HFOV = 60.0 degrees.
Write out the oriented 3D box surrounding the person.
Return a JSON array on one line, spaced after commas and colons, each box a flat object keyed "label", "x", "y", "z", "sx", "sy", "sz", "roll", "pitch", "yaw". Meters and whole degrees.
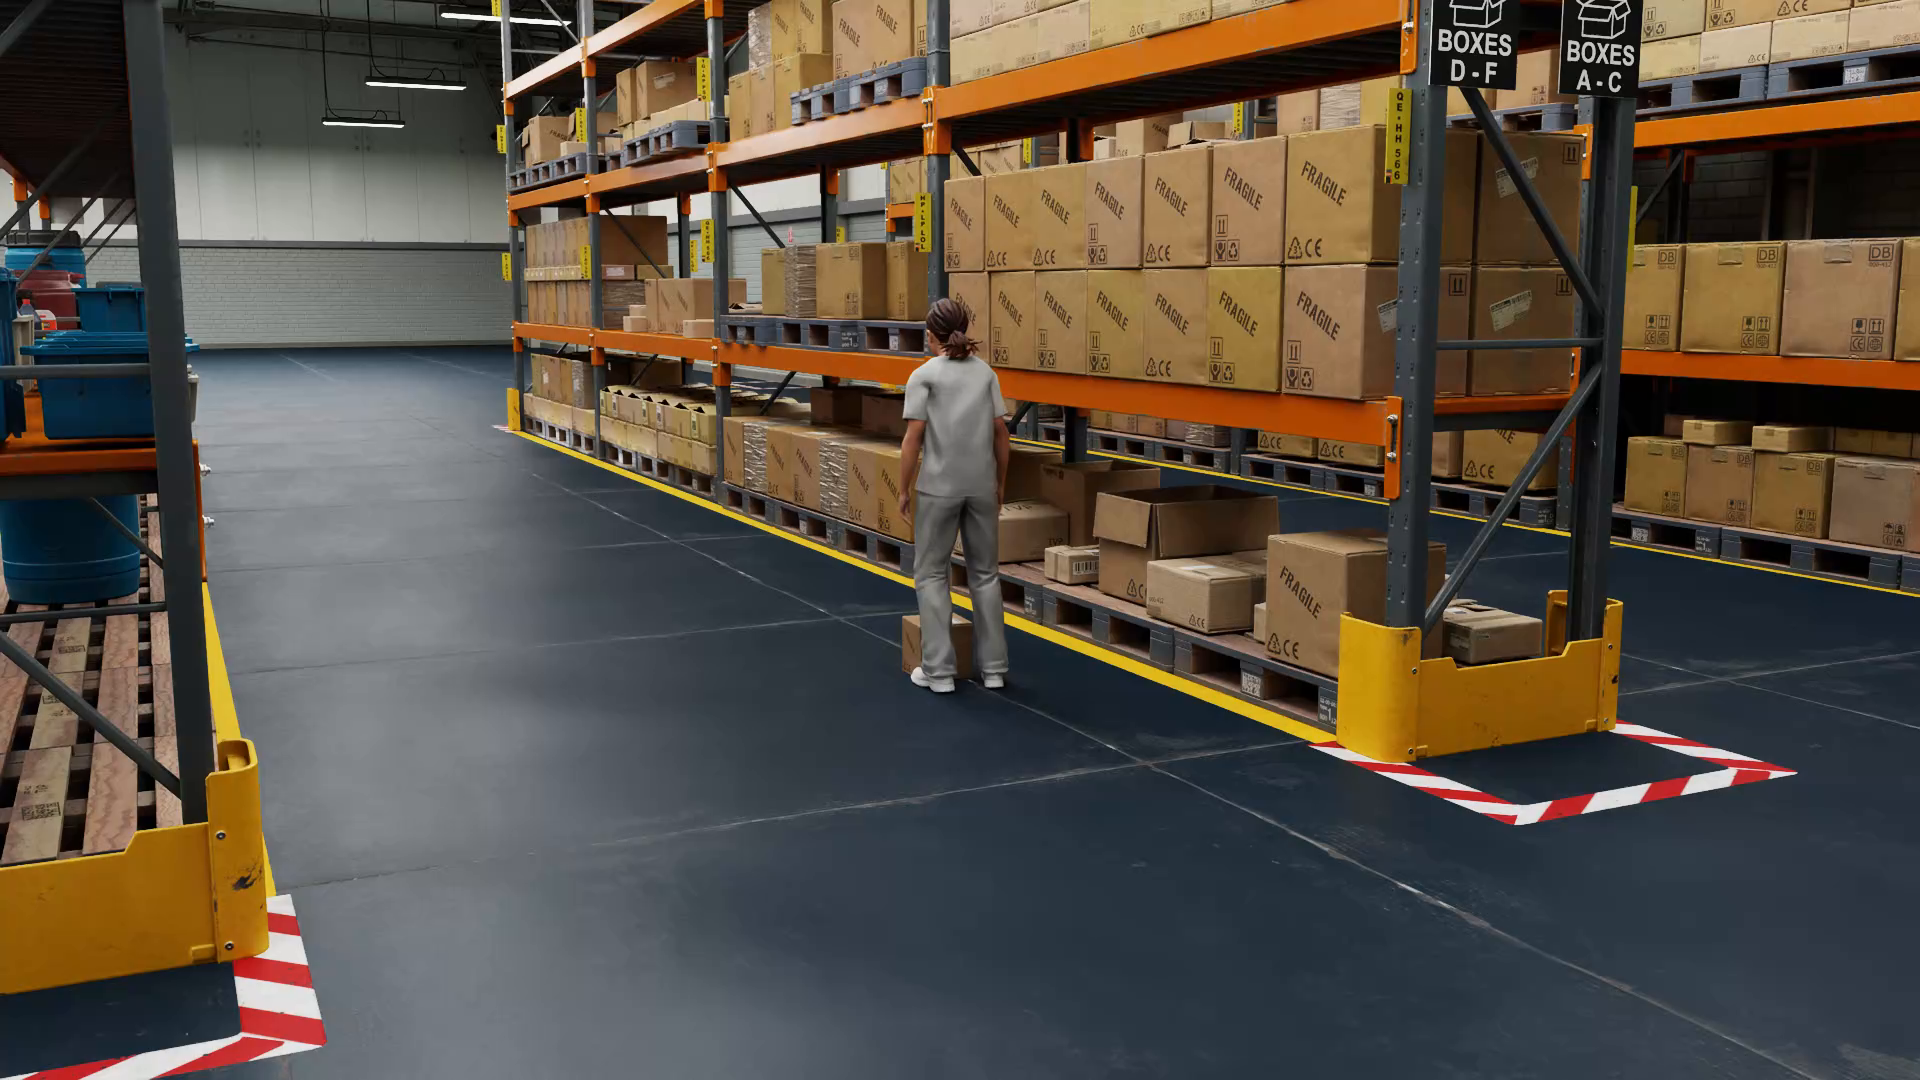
[{"label": "person", "x": -0.018, "y": -0.189, "z": 7.112, "sx": 0.509, "sy": 1.669, "sz": 0.355, "roll": -3, "pitch": 9, "yaw": -21}]
